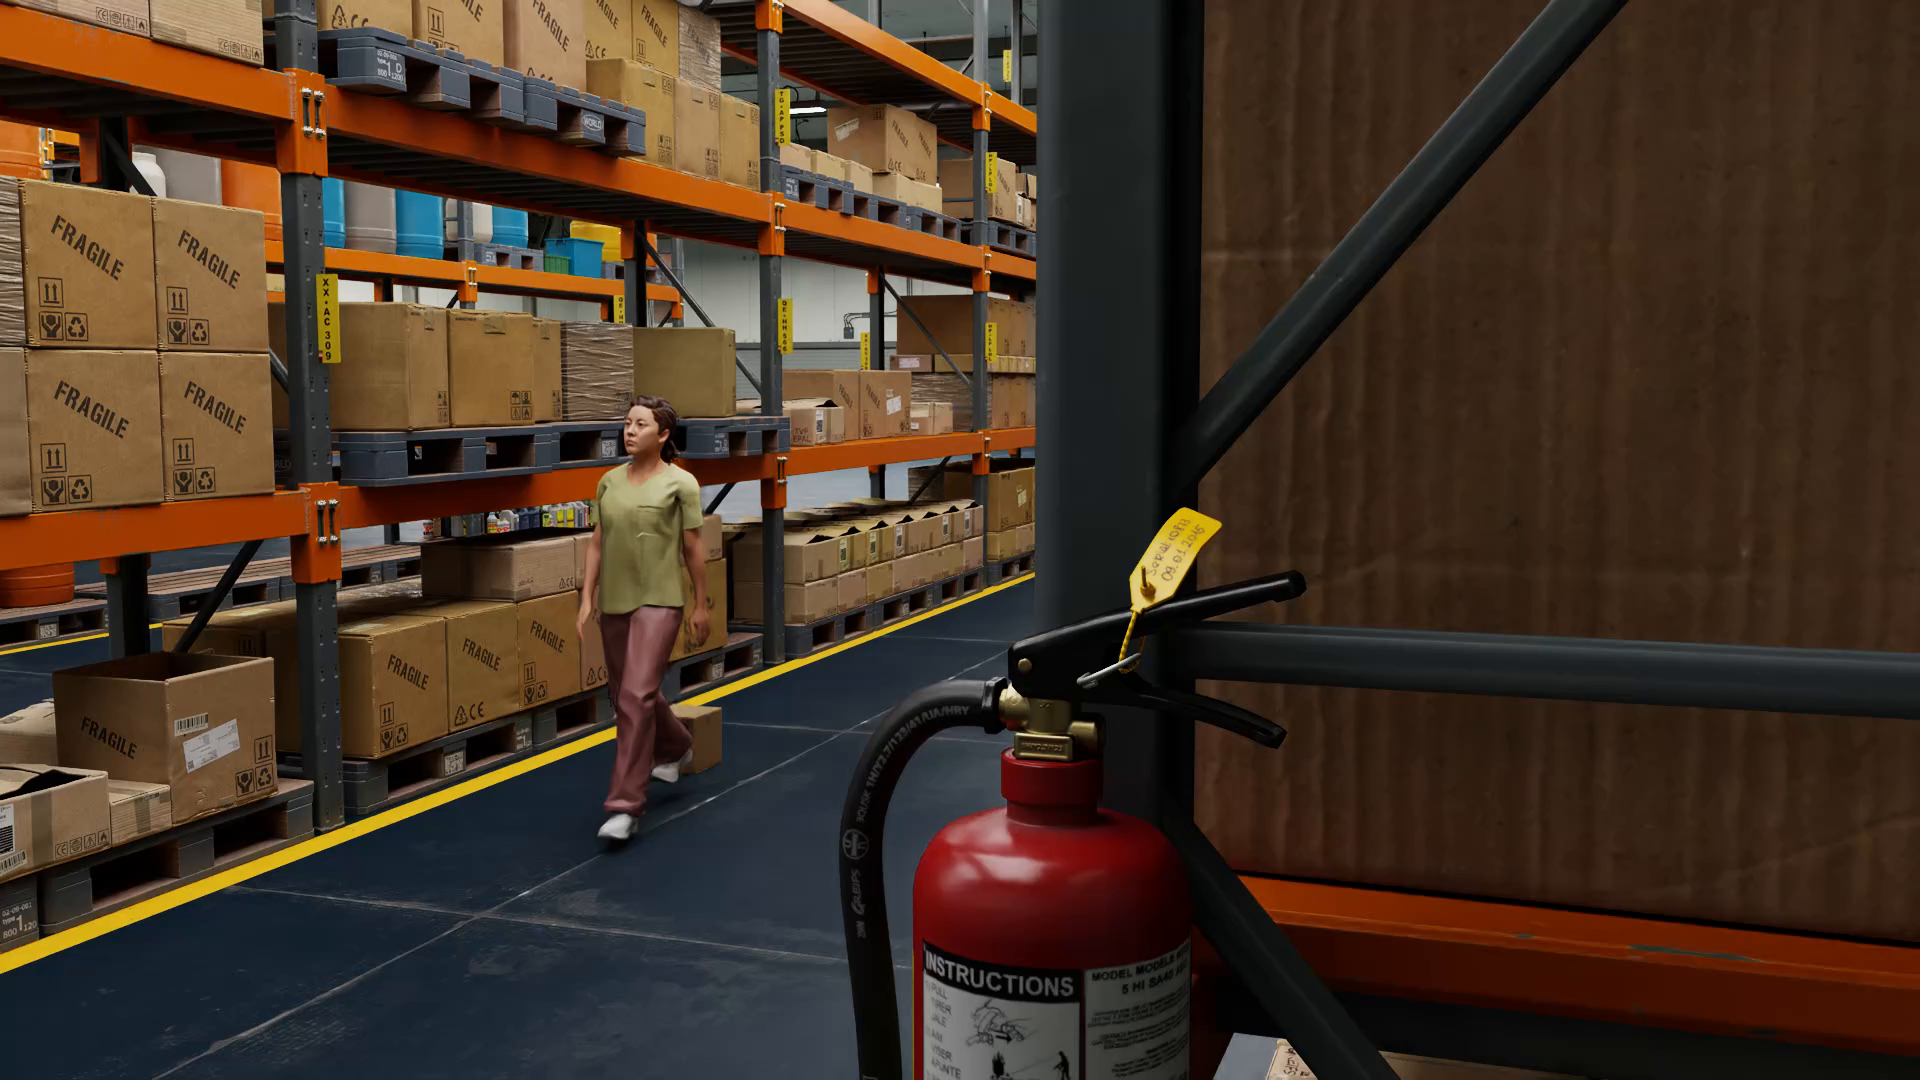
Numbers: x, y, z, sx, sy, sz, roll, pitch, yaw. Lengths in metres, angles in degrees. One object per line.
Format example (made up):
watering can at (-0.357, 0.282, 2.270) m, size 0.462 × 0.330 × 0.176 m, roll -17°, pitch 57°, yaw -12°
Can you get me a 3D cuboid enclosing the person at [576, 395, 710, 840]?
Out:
person at (-1.232, 0.260, 6.396) m, size 0.446 × 1.633 × 0.958 m, roll 2°, pitch 6°, yaw 19°
